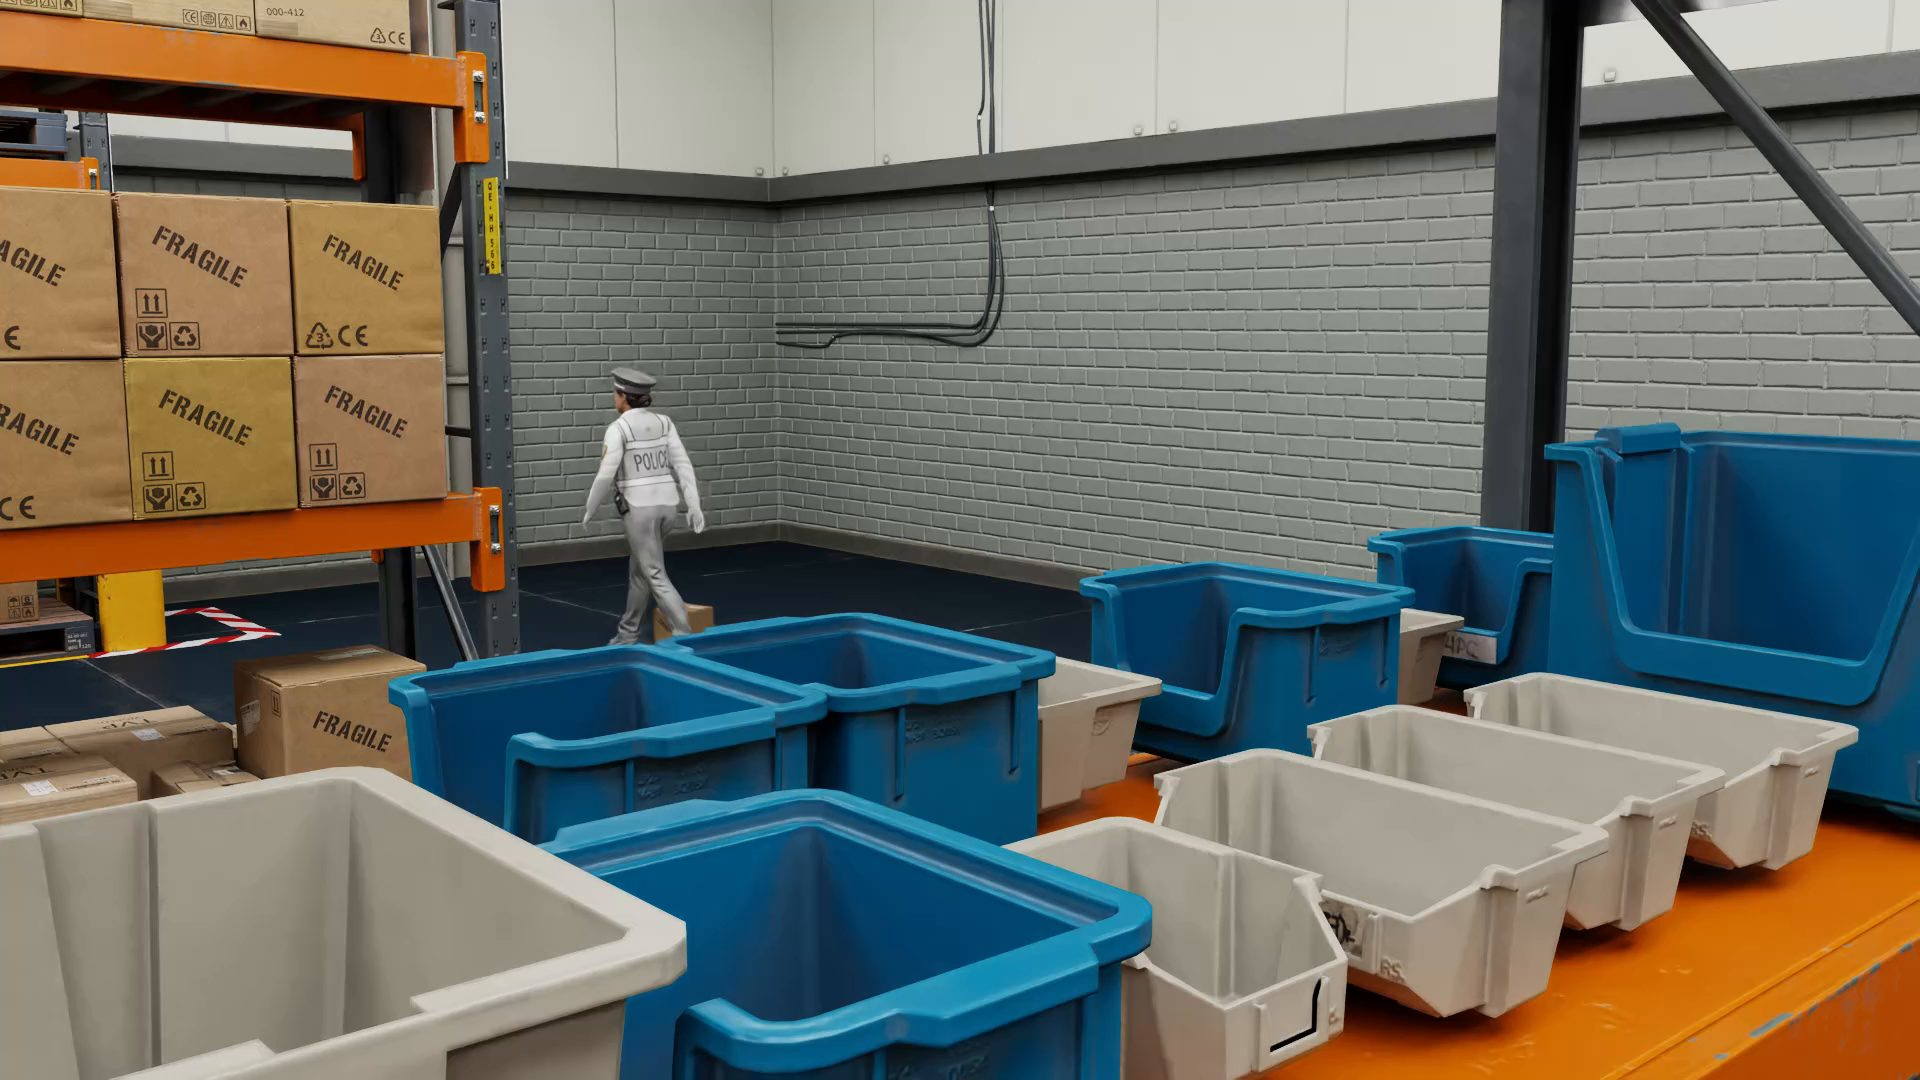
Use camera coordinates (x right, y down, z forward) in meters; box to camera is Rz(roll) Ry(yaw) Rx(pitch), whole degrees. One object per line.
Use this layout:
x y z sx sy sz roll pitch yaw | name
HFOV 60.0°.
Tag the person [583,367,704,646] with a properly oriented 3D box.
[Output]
-1.826 -0.142 9.437 0.852 1.670 0.563 5 9 35 | person
